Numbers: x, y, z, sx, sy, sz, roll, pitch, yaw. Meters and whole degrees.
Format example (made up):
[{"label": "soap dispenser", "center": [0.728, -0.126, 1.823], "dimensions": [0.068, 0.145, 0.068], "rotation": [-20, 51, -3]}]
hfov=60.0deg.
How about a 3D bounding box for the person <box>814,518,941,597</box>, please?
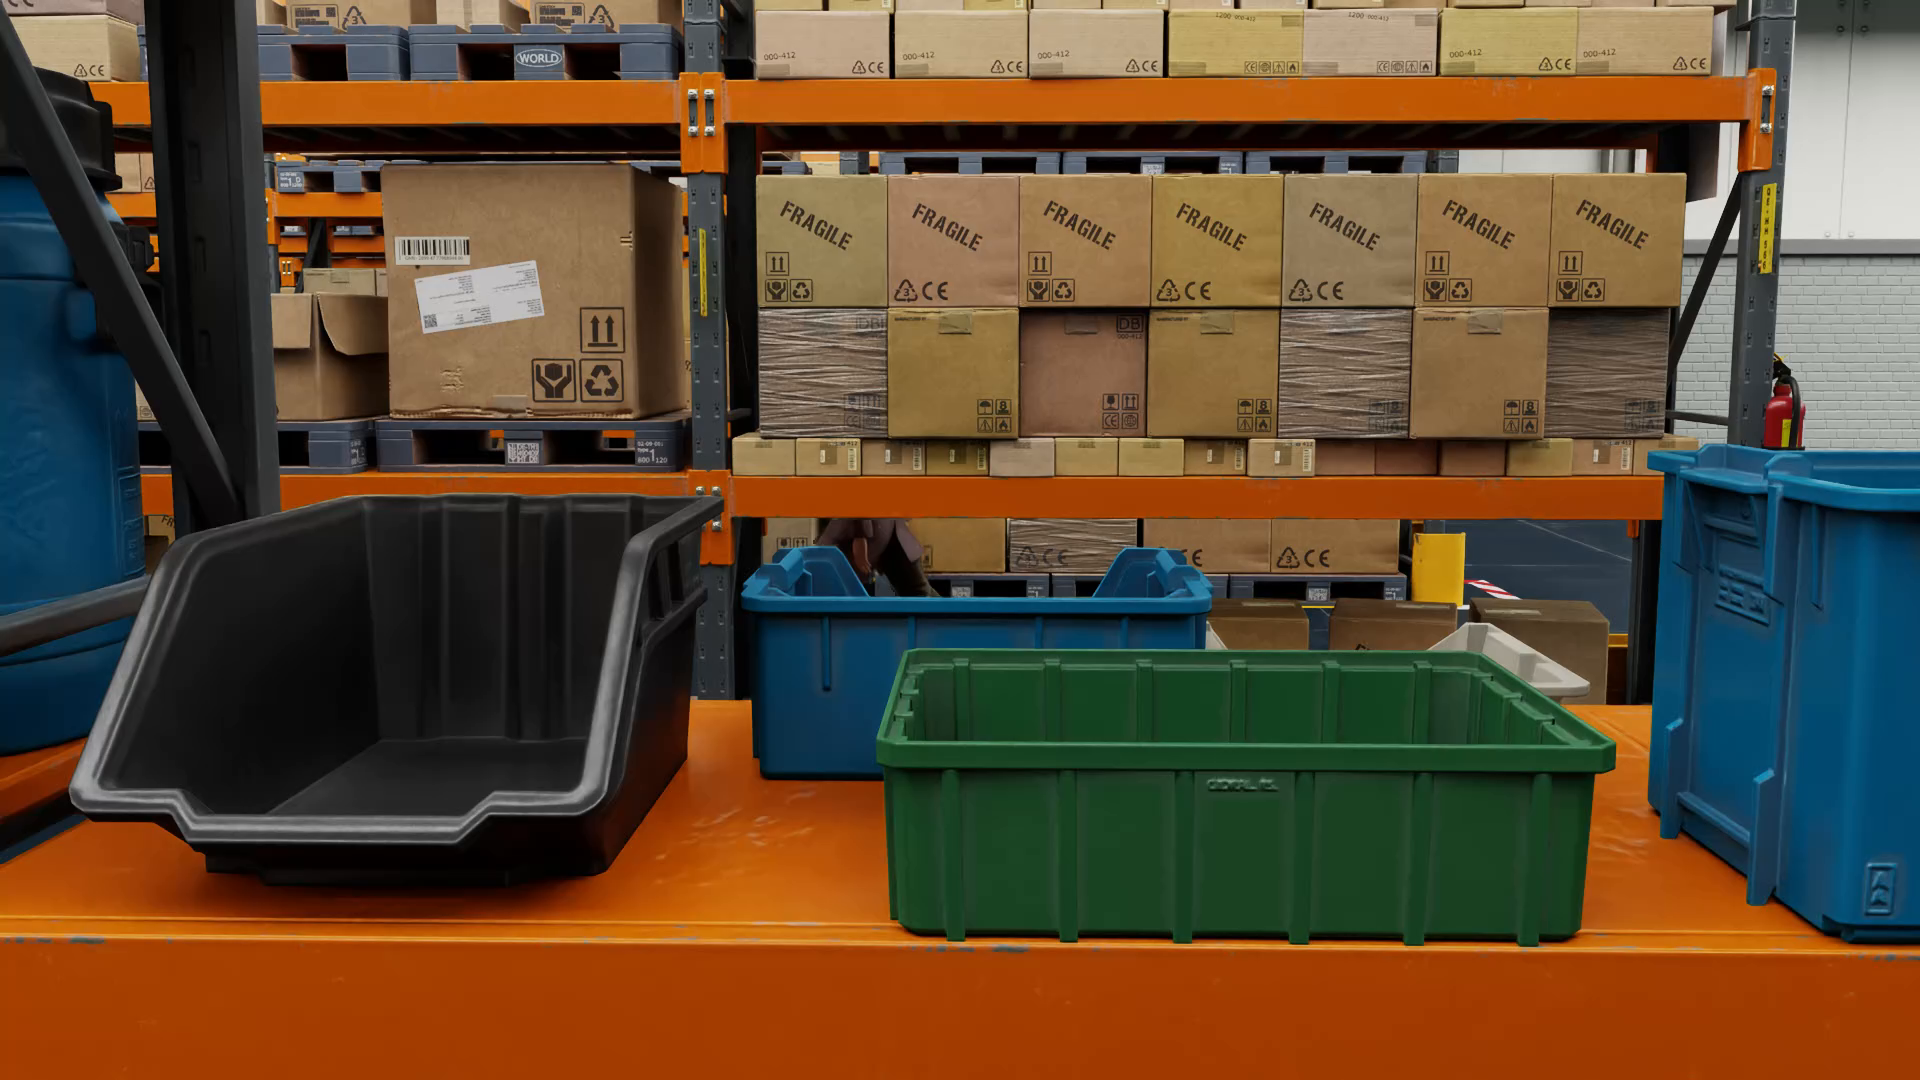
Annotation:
[{"label": "person", "center": [-0.422, -0.070, 8.481], "dimensions": [1.087, 1.732, 0.702], "rotation": [3, 8, 24]}]
